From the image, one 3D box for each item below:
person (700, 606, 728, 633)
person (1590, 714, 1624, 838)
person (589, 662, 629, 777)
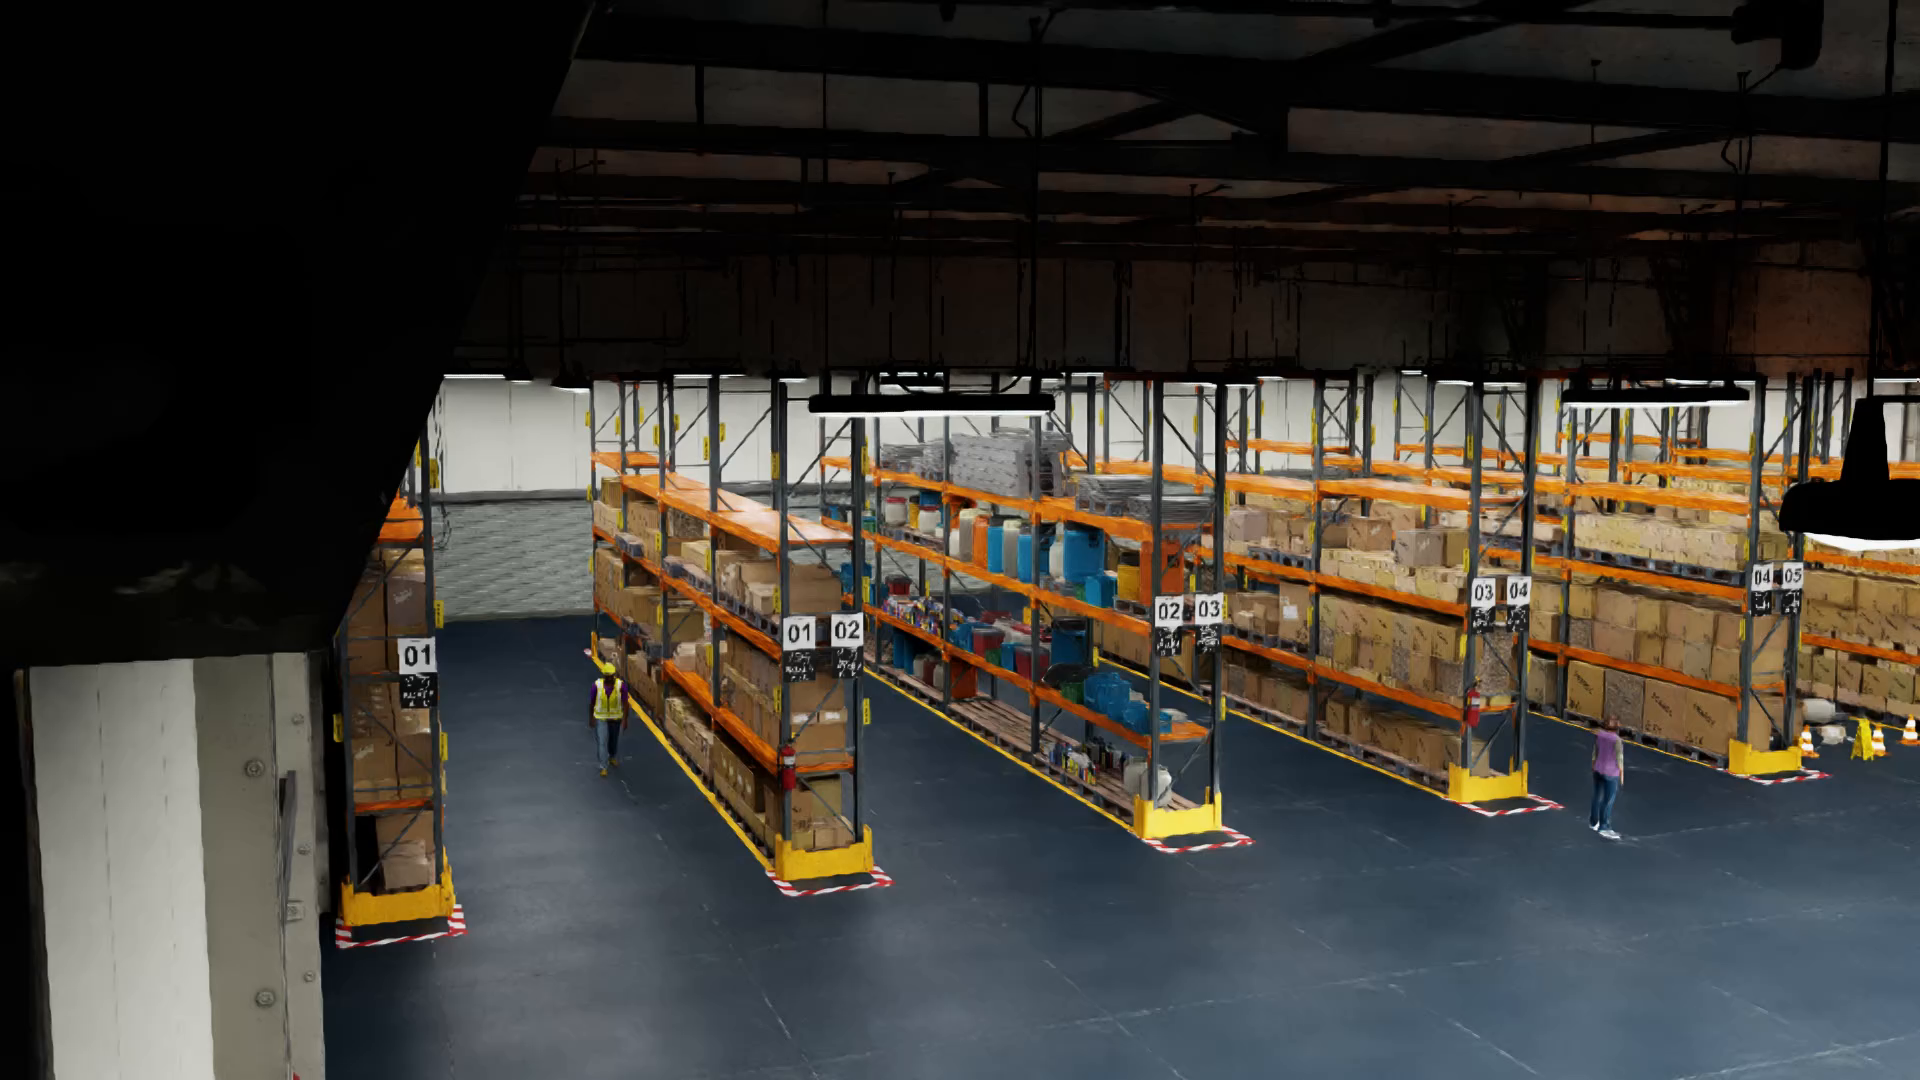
[{"bbox_3d":[-5.006,1.748,33.438,0.689,1.735,0.549,-3,7,-22],"label":"person"},{"bbox_3d":[8.516,3.081,21.895,0.342,1.603,0.557,-3,7,-25],"label":"person"},{"bbox_3d":[-5.291,2.674,25.136,0.582,1.685,1.120,-2,7,-17],"label":"person"}]
